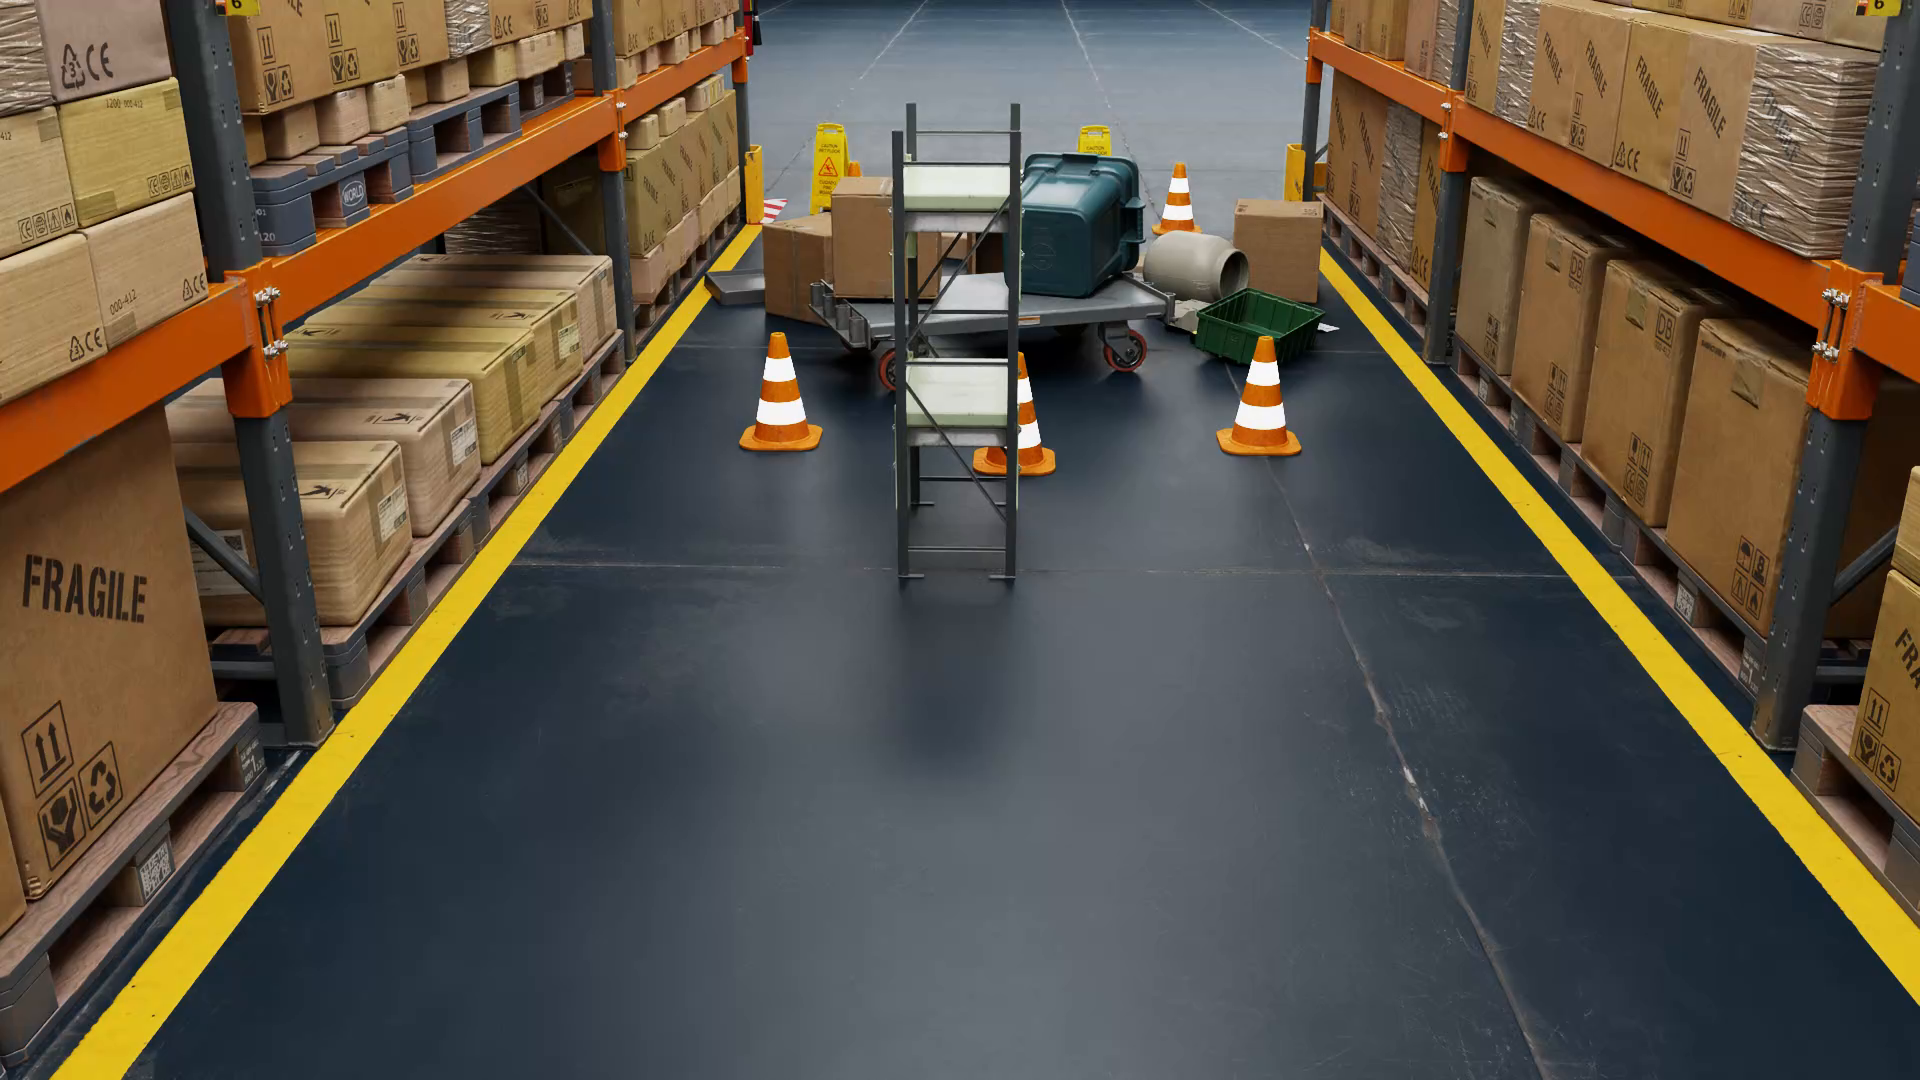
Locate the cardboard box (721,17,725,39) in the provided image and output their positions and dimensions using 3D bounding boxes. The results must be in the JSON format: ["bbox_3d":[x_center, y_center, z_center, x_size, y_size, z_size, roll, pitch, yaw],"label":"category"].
[{"bbox_3d":[-1.731,-3.303,10.743,0.380,0.149,0.250,0,21,1],"label":"cardboard box"}]

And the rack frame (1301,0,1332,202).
[{"bbox_3d":[2.943,-3.725,11.484,1.000,3.000,0.127,1,21,2],"label":"rack frame"}]

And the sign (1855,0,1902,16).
[{"bbox_3d":[2.145,-1.378,3.832,0.100,0.325,0.005,1,21,2],"label":"sign"}]

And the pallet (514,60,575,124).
[{"bbox_3d":[-2.298,-1.933,7.129,1.003,0.211,1.213,1,21,2],"label":"pallet"}]

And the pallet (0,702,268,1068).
[{"bbox_3d":[-2.350,0.733,3.847,1.003,0.211,1.213,1,21,2],"label":"pallet"}]

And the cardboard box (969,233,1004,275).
[{"bbox_3d":[0.449,-1.642,9.377,0.797,0.637,0.503,1,21,2],"label":"cardboard box"}]

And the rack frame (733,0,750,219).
[{"bbox_3d":[-2.007,-3.743,11.530,1.000,3.000,0.127,1,21,2],"label":"rack frame"}]

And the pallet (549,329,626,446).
[{"bbox_3d":[-2.151,-0.716,7.581,1.003,0.211,1.213,1,21,2],"label":"pallet"}]

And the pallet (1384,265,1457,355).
[{"bbox_3d":[2.923,-1.253,8.967,1.003,0.211,1.213,1,21,2],"label":"pallet"}]

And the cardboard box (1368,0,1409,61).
[{"bbox_3d":[2.865,-3.068,9.583,0.875,0.550,0.500,1,21,2],"label":"cardboard box"}]

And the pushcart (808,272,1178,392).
[{"bbox_3d":[0.151,-1.068,8.259,1.648,0.377,0.936,-7,22,-17],"label":"pushcart"}]

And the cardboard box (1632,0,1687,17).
[{"bbox_3d":[2.766,-2.061,5.674,0.700,0.500,0.500,0,21,1],"label":"cardboard box"}]

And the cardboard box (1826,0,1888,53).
[{"bbox_3d":[2.724,-1.508,4.248,0.700,0.500,0.500,1,21,1],"label":"cardboard box"}]

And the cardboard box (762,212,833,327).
[{"bbox_3d":[-0.736,-1.505,9.214,0.500,0.500,0.500,18,27,38],"label":"cardboard box"}]

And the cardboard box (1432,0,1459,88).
[{"bbox_3d":[2.821,-2.483,8.073,0.875,0.550,0.550,1,21,2],"label":"cardboard box"}]

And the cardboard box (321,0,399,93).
[{"bbox_3d":[-1.997,-1.581,4.826,0.500,0.500,0.500,2,21,4],"label":"cardboard box"}]

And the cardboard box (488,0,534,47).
[{"bbox_3d":[-1.949,-2.143,6.275,0.500,0.500,0.500,1,21,3],"label":"cardboard box"}]

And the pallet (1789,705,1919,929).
[{"bbox_3d":[2.675,0.750,3.805,1.003,0.211,1.213,1,21,2],"label":"pallet"}]

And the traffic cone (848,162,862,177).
[{"bbox_3d":[-0.731,-2.391,11.552,0.336,0.463,0.334,1,21,2],"label":"traffic cone"}]

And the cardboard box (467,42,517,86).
[{"bbox_3d":[-1.914,-1.818,6.334,0.380,0.149,0.250,1,21,2],"label":"cardboard box"}]

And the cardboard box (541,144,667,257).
[{"bbox_3d":[-1.841,-1.771,8.630,0.500,0.500,0.500,2,21,4],"label":"cardboard box"}]

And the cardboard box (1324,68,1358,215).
[{"bbox_3d":[2.989,-2.685,11.158,0.875,0.875,0.875,1,21,2],"label":"cardboard box"}]

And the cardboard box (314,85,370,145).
[{"bbox_3d":[-1.959,-1.245,4.858,0.380,0.149,0.250,-1,21,-2],"label":"cardboard box"}]

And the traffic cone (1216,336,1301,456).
[{"bbox_3d":[1.272,-0.628,7.008,0.336,0.463,0.334,1,21,2],"label":"traffic cone"}]

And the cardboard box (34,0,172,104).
[{"bbox_3d":[-2.005,-1.174,3.387,0.500,0.500,0.500,0,21,0],"label":"cardboard box"}]

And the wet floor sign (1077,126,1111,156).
[{"bbox_3d":[0.965,-2.660,11.993,0.267,0.644,0.232,-3,21,-8],"label":"wet floor sign"}]

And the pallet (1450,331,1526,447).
[{"bbox_3d":[2.874,-0.699,7.540,1.003,0.211,1.213,1,21,2],"label":"pallet"}]

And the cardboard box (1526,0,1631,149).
[{"bbox_3d":[2.504,-1.775,6.320,0.500,0.500,0.500,1,21,1],"label":"cardboard box"}]

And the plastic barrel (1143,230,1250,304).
[{"bbox_3d":[1.323,-1.505,9.323,0.512,0.421,0.421,18,27,38],"label":"plastic barrel"}]

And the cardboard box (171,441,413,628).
[{"bbox_3d":[-2.224,-0.026,5.001,0.950,0.372,0.625,-1,21,-2],"label":"cardboard box"}]

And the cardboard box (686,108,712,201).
[{"bbox_3d":[-1.806,-2.343,10.105,0.500,0.500,0.500,0,21,0],"label":"cardboard box"}]

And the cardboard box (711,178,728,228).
[{"bbox_3d":[-1.787,-2.175,10.708,0.500,0.250,0.500,1,21,2],"label":"cardboard box"}]

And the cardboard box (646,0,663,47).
[{"bbox_3d":[-1.845,-2.820,8.601,0.500,0.500,0.500,1,21,1],"label":"cardboard box"}]

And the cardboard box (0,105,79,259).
[{"bbox_3d":[-2.023,-0.651,3.075,0.500,0.250,0.500,0,21,0],"label":"cardboard box"}]

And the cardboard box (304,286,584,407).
[{"bbox_3d":[-2.161,-0.818,7.043,0.950,0.372,0.625,2,21,5],"label":"cardboard box"}]

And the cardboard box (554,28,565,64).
[{"bbox_3d":[-1.895,-2.092,7.039,0.380,0.149,0.250,0,21,0],"label":"cardboard box"}]

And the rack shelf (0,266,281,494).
[{"bbox_3d":[-2.312,0.208,2.342,1.077,0.370,4.000,1,21,2],"label":"rack shelf"}]

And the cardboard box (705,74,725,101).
[{"bbox_3d":[-1.715,-2.883,10.601,0.380,0.149,0.250,1,21,3],"label":"cardboard box"}]

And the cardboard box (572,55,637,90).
[{"bbox_3d":[-1.799,-2.290,8.132,0.380,0.149,0.250,1,21,1],"label":"cardboard box"}]

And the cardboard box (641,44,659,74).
[{"bbox_3d":[-1.823,-2.568,8.847,0.380,0.149,0.250,1,21,3],"label":"cardboard box"}]

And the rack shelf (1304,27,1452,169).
[{"bbox_3d":[2.882,-2.667,9.750,1.077,0.370,4.000,1,21,2],"label":"rack shelf"}]

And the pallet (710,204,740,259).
[{"bbox_3d":[-2.070,-2.123,11.208,1.003,0.211,1.213,1,21,2],"label":"pallet"}]

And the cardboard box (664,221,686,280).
[{"bbox_3d":[-1.836,-1.615,9.264,0.500,0.250,0.500,2,21,5],"label":"cardboard box"}]

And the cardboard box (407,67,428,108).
[{"bbox_3d":[-2.031,-1.535,5.605,0.380,0.149,0.250,1,21,4],"label":"cardboard box"}]

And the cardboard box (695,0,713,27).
[{"bbox_3d":[-1.787,-3.368,10.012,0.500,0.500,0.500,1,21,1],"label":"cardboard box"}]

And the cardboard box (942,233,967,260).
[{"bbox_3d":[-0.028,-1.918,10.768,0.380,0.149,0.250,13,25,29],"label":"cardboard box"}]

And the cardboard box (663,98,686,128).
[{"bbox_3d":[-1.758,-2.401,9.358,0.380,0.149,0.250,2,21,5],"label":"cardboard box"}]

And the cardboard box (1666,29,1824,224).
[{"bbox_3d":[2.462,-1.226,4.903,0.500,0.500,0.500,1,21,2],"label":"cardboard box"}]

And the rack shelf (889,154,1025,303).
[{"bbox_3d":[0.000,-1.065,5.623,0.431,0.370,0.720,1,21,2],"label":"rack shelf"}]

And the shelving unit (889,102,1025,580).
[{"bbox_3d":[0.000,-0.702,5.764,0.431,1.500,0.755,1,21,2],"label":"shelving unit"}]

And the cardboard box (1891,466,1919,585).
[{"bbox_3d":[2.437,0.034,3.634,0.500,0.250,0.500,0,21,-1],"label":"cardboard box"}]

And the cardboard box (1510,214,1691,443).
[{"bbox_3d":[2.860,-0.852,6.608,1.050,0.750,0.750,1,21,2],"label":"cardboard box"}]

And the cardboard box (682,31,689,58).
[{"bbox_3d":[-1.771,-2.844,9.560,0.380,0.149,0.250,1,21,1],"label":"cardboard box"}]

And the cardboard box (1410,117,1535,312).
[{"bbox_3d":[2.911,-1.711,8.649,0.875,0.875,0.875,1,21,2],"label":"cardboard box"}]

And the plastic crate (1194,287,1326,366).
[{"bbox_3d":[1.517,-1.072,8.454,0.450,0.188,0.662,23,29,25],"label":"plastic crate"}]

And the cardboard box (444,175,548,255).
[{"bbox_3d":[-2.379,-1.778,8.647,0.500,0.500,0.500,0,21,1],"label":"cardboard box"}]
